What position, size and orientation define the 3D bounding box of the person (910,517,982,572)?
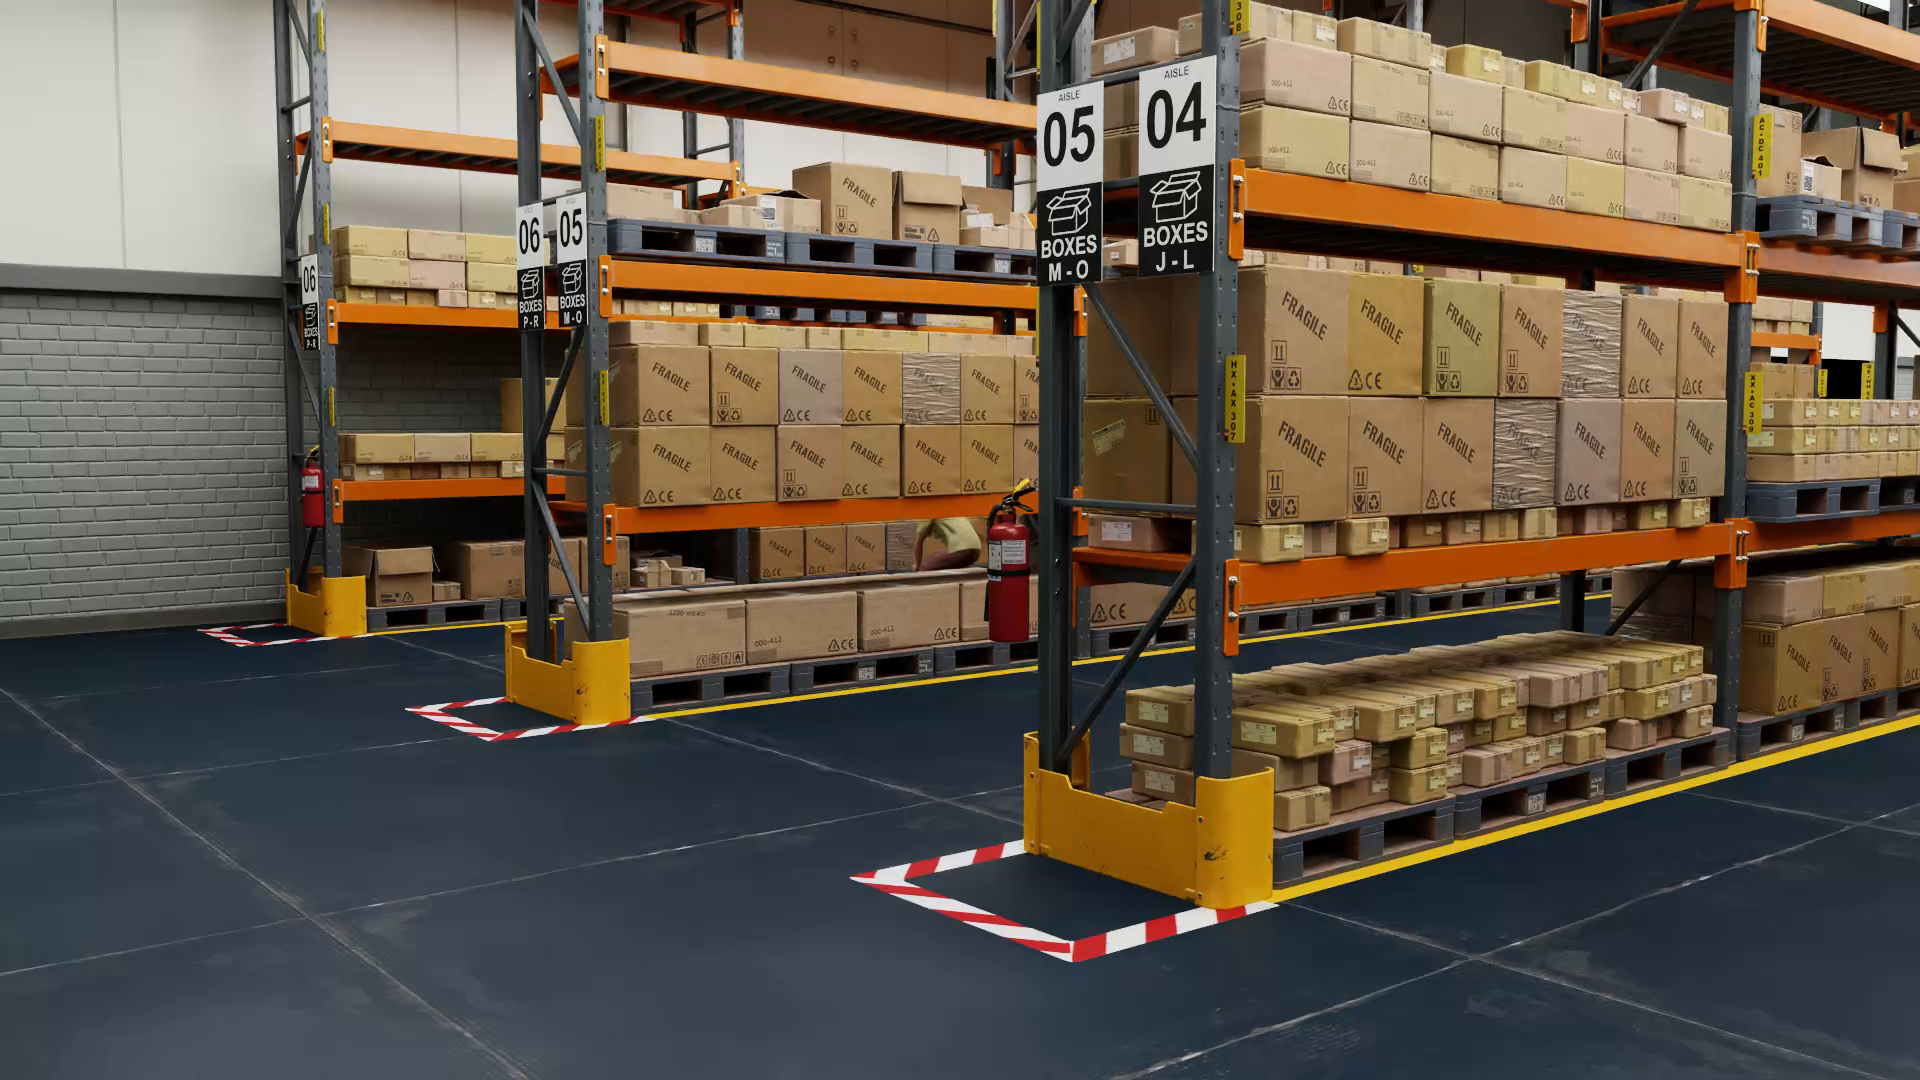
[{"bbox_3d":[-0.146,0.123,15.513,0.503,1.159,0.739,-4,6,-39],"label":"person"}]
